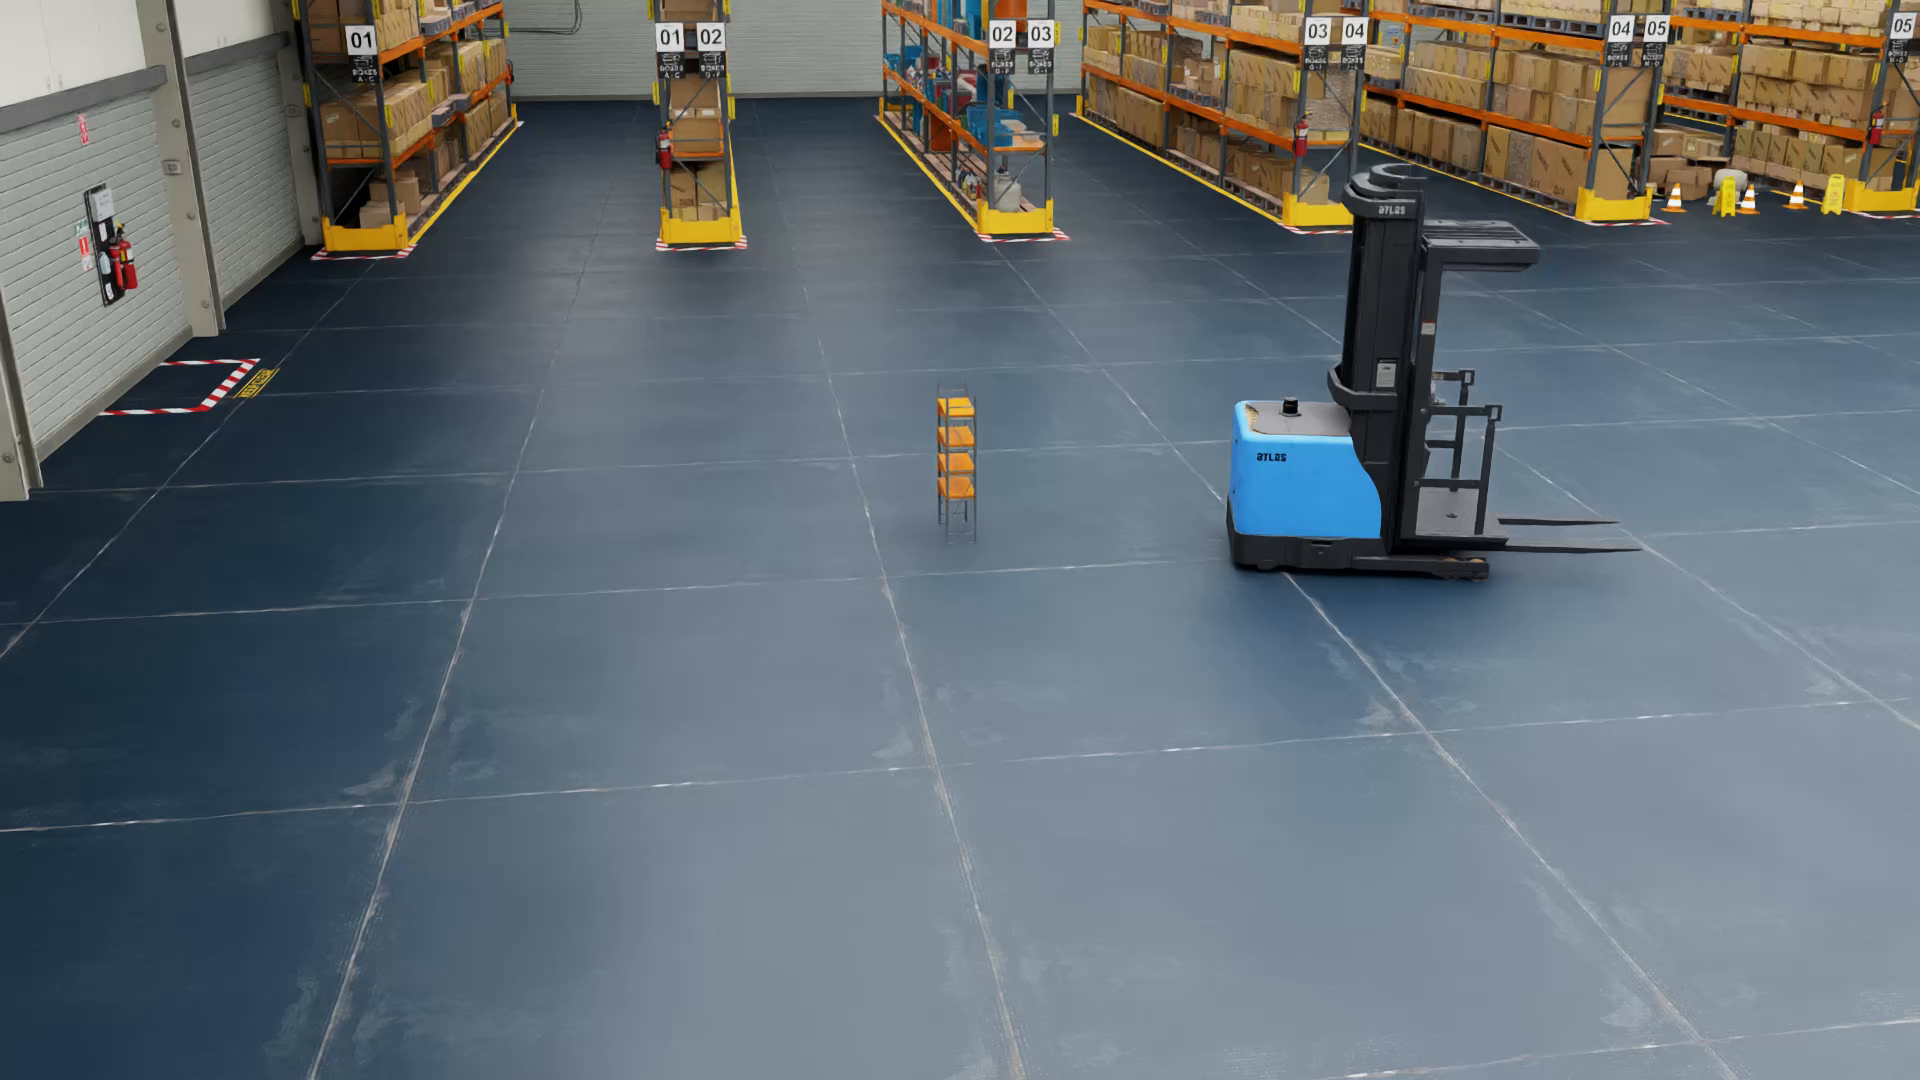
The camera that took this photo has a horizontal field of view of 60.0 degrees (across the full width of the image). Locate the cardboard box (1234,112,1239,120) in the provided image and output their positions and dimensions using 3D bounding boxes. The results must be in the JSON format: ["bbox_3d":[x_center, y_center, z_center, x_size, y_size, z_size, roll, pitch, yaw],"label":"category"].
[{"bbox_3d":[5.071,-7.514,29.406,0.380,0.149,0.250,-3,21,-8],"label":"cardboard box"}]

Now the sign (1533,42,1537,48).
[{"bbox_3d":[13.355,-11.577,38.576,0.100,0.325,0.005,-3,21,-8],"label":"sign"}]

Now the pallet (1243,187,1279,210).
[{"bbox_3d":[5.561,-5.933,28.800,1.003,0.211,1.213,-3,21,-8],"label":"pallet"}]

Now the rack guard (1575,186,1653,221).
[{"bbox_3d":[10.753,-5.545,27.347,1.175,0.500,0.348,-3,21,-8],"label":"rack guard"}]

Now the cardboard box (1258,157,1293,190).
[{"bbox_3d":[5.526,-6.370,28.956,0.500,0.500,0.500,-5,21,-13],"label":"cardboard box"}]

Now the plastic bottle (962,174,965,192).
[{"bbox_3d":[0.065,-6.152,28.655,0.061,0.283,0.133,-2,21,-5],"label":"plastic bottle"}]

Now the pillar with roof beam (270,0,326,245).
[{"bbox_3d":[-5.575,-8.985,24.413,9.100,9.000,0.400,-3,21,-8],"label":"pillar with roof beam"}]

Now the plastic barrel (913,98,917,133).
[{"bbox_3d":[-0.742,-9.438,36.598,0.600,0.901,0.708,-3,21,-8],"label":"plastic barrel"}]

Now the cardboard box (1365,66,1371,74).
[{"bbox_3d":[8.927,-10.075,35.663,0.380,0.149,0.250,-4,21,-10],"label":"cardboard box"}]

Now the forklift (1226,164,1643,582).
[{"bbox_3d":[3.616,-1.259,12.397,3.031,2.935,1.130,2,21,5],"label":"forklift"}]

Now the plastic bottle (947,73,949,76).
[{"bbox_3d":[-0.246,-9.717,35.130,0.097,0.271,0.097,0,20,0],"label":"plastic bottle"}]

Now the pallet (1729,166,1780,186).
[{"bbox_3d":[15.189,-6.856,31.272,1.003,0.211,1.213,-3,21,-8],"label":"pallet"}]

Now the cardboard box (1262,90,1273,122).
[{"bbox_3d":[5.555,-7.229,27.716,0.875,0.500,0.500,-3,21,-8],"label":"cardboard box"}]

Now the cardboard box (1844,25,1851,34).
[{"bbox_3d":[15.262,-8.675,28.227,0.380,0.149,0.250,-3,21,-7],"label":"cardboard box"}]

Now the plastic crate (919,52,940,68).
[{"bbox_3d":[-0.684,-10.794,37.651,0.402,0.464,0.583,-3,21,-8],"label":"plastic crate"}]

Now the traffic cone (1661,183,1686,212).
[{"bbox_3d":[12.079,-5.791,28.059,0.336,0.463,0.334,-3,21,-8],"label":"traffic cone"}]

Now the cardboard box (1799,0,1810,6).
[{"bbox_3d":[15.021,-9.481,29.245,0.380,0.149,0.250,-3,21,-9],"label":"cardboard box"}]

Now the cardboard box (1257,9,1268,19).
[{"bbox_3d":[5.218,-8.838,27.948,0.380,0.149,0.250,-3,21,-9],"label":"cardboard box"}]

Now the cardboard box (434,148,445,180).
[{"bbox_3d":[-9.735,-6.788,30.048,0.700,0.500,0.500,-3,21,-7],"label":"cardboard box"}]

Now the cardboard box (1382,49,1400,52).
[{"bbox_3d":[9.458,-10.656,36.368,0.380,0.149,0.250,-4,21,-10],"label":"cardboard box"}]

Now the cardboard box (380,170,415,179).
[{"bbox_3d":[-9.265,-5.822,27.460,0.500,0.500,0.500,-4,21,-12],"label":"cardboard box"}]

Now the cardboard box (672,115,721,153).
[{"bbox_3d":[-4.031,-6.219,25.438,0.700,0.500,0.500,-3,21,-8],"label":"cardboard box"}]

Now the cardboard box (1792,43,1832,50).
[{"bbox_3d":[18.973,-10.831,37.180,0.797,0.503,0.637,-3,21,-9],"label":"cardboard box"}]

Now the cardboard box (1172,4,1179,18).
[{"bbox_3d":[4.490,-10.438,32.803,0.500,0.250,0.500,-3,21,-7],"label":"cardboard box"}]

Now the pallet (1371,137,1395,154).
[{"bbox_3d":[9.485,-8.458,35.560,1.003,0.211,1.213,-3,21,-8],"label":"pallet"}]

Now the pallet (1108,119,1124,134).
[{"bbox_3d":[4.065,-9.624,38.683,1.003,0.211,1.213,-3,21,-8],"label":"pallet"}]

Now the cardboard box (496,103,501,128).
[{"bbox_3d":[-10.755,-9.556,37.486,0.700,0.500,0.500,-2,21,-6],"label":"cardboard box"}]

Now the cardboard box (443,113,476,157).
[{"bbox_3d":[-10.007,-7.980,32.767,0.750,0.750,0.750,-3,21,-8],"label":"cardboard box"}]

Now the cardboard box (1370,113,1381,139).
[{"bbox_3d":[9.172,-8.914,35.768,0.500,0.500,0.500,-2,21,-6],"label":"cardboard box"}]

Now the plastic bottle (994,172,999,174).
[{"bbox_3d":[0.612,-6.283,29.015,0.152,0.276,0.135,-3,21,-8],"label":"plastic bottle"}]

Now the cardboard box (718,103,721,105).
[{"bbox_3d":[-3.895,-6.685,25.759,0.380,0.149,0.250,-3,21,-8],"label":"cardboard box"}]

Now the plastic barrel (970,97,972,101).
[{"bbox_3d":[0.310,-8.045,30.667,0.301,0.262,0.301,0,20,0],"label":"plastic barrel"}]

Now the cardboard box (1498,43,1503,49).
[{"bbox_3d":[13.357,-11.891,40.623,0.500,0.500,0.500,-2,21,-6],"label":"cardboard box"}]

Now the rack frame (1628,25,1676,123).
[{"bbox_3d":[14.480,-9.778,35.110,1.000,3.000,0.127,-3,21,-8],"label":"rack frame"}]

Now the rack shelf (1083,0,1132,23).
[{"bbox_3d":[3.809,-12.424,38.935,1.077,0.370,4.000,-3,21,-8],"label":"rack shelf"}]

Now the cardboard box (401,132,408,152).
[{"bbox_3d":[-8.723,-6.062,25.346,0.500,0.250,0.500,-4,21,-9],"label":"cardboard box"}]

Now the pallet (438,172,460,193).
[{"bbox_3d":[-9.747,-6.531,30.400,1.003,0.211,1.213,-3,21,-8],"label":"pallet"}]

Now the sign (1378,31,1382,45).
[{"bbox_3d":[9.569,-11.450,37.931,0.100,0.325,0.005,-3,21,-8],"label":"sign"}]

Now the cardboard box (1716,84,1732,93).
[{"bbox_3d":[14.710,-8.637,31.812,0.380,0.149,0.250,-3,21,-7],"label":"cardboard box"}]

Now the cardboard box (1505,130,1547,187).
[{"bbox_3d":[10.328,-6.777,29.510,0.875,0.875,0.875,-3,21,-7],"label":"cardboard box"}]

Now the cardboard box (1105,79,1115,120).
[{"bbox_3d":[3.952,-10.409,39.235,0.875,0.875,0.875,-3,21,-8],"label":"cardboard box"}]

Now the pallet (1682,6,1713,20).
[{"bbox_3d":[14.921,-10.289,32.457,1.213,0.211,1.003,-3,21,-8],"label":"pallet"}]

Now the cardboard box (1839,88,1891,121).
[{"bbox_3d":[15.283,-7.369,28.090,0.500,0.500,0.500,-3,21,-9],"label":"cardboard box"}]

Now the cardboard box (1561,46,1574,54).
[{"bbox_3d":[13.853,-11.163,37.245,0.500,0.500,0.500,-3,21,-9],"label":"cardboard box"}]

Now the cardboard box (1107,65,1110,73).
[{"bbox_3d":[3.618,-10.902,38.477,0.380,0.149,0.250,-3,21,-7],"label":"cardboard box"}]

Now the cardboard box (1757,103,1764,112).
[{"bbox_3d":[14.941,-7.975,30.641,0.380,0.149,0.250,-3,21,-8],"label":"cardboard box"}]

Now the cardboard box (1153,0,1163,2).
[{"bbox_3d":[4.303,-11.429,34.500,0.500,0.500,0.500,-2,21,-5],"label":"cardboard box"}]

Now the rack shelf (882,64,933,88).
[{"bbox_3d":[-1.092,-10.769,38.791,1.077,0.370,4.000,-3,21,-8],"label":"rack shelf"}]

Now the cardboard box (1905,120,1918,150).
[{"bbox_3d":[19.778,-8.178,33.620,0.875,0.625,0.625,-3,21,-8],"label":"cardboard box"}]

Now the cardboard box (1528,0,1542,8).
[{"bbox_3d":[10.114,-9.294,28.572,0.500,0.250,0.500,-3,21,-8],"label":"cardboard box"}]

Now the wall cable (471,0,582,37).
[{"bbox_3d":[-11.646,-14.631,43.966,3.097,2.526,0.112,-3,21,-8],"label":"wall cable"}]

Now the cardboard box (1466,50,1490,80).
[{"bbox_3d":[10.020,-8.974,31.383,0.700,0.500,0.500,-3,21,-9],"label":"cardboard box"}]

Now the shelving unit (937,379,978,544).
[{"bbox_3d":[-0.024,-0.619,13.160,0.258,1.200,0.503,-3,21,-8],"label":"shelving unit"}]

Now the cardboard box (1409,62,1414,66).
[{"bbox_3d":[9.685,-9.983,34.992,0.380,0.149,0.250,-2,21,-5],"label":"cardboard box"}]

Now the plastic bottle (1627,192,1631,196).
[{"bbox_3d":[11.841,-6.181,29.677,0.283,0.061,0.133,-11,23,-26],"label":"plastic bottle"}]
